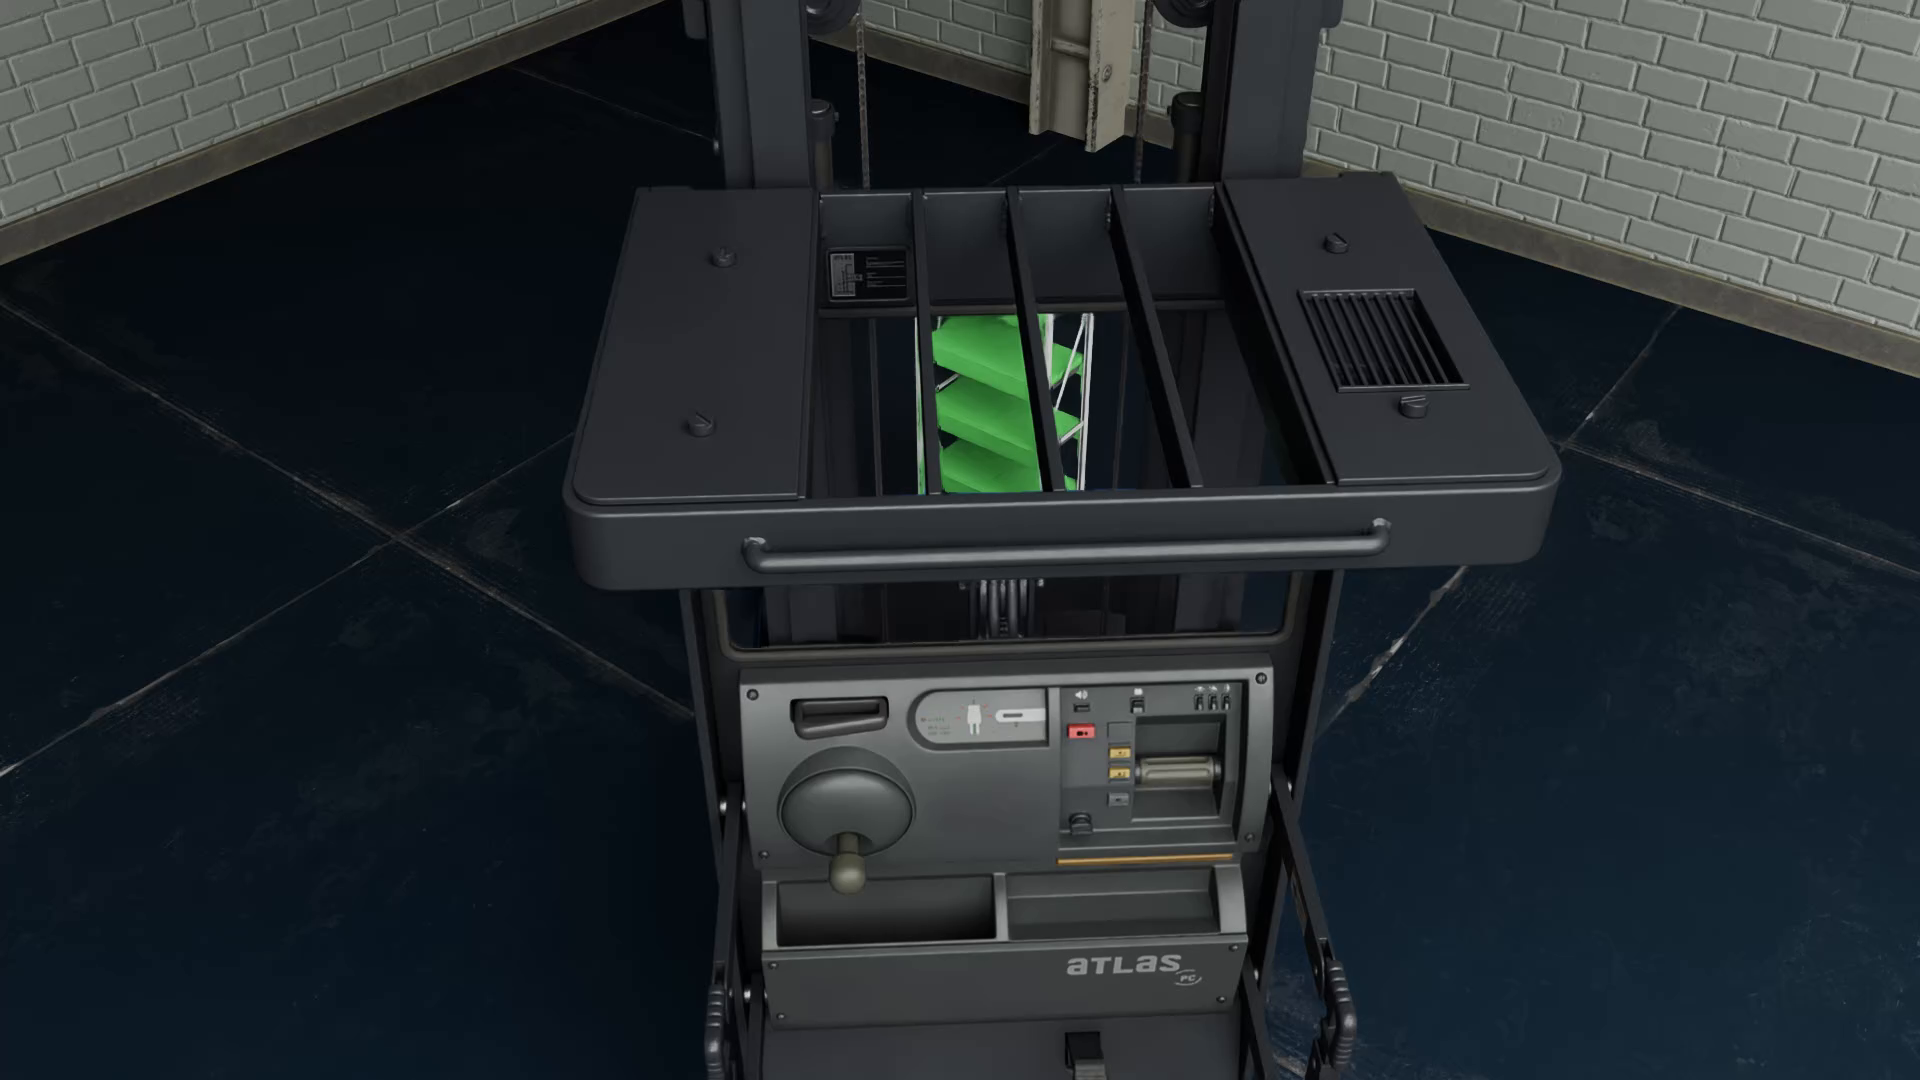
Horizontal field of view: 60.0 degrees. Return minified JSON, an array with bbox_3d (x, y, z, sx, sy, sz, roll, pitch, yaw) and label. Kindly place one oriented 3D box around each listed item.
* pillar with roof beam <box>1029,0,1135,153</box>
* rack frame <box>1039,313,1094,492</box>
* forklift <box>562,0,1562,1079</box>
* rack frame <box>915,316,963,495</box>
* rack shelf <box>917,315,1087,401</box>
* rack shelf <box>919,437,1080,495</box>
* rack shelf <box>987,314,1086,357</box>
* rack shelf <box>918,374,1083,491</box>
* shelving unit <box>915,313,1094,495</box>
[{"bbox_3d":[-2.023,-3.489,2.907,0.400,9.000,9.100,25,45,29],"label":"pillar with roof beam"},{"bbox_3d":[0.325,-0.319,5.184,0.015,1.200,0.240,25,45,29],"label":"rack frame"},{"bbox_3d":[0.097,0.482,2.757,1.130,2.935,3.031,-2,38,-2],"label":"forklift"},{"bbox_3d":[-0.062,-0.502,5.418,0.015,1.200,0.240,25,45,29],"label":"rack frame"},{"bbox_3d":[0.131,-0.549,5.192,0.480,0.148,0.258,25,45,29],"label":"rack shelf"},{"bbox_3d":[0.131,-0.171,5.488,0.480,0.148,0.258,25,45,29],"label":"rack shelf"},{"bbox_3d":[0.131,-0.738,5.044,0.480,0.148,0.258,25,45,29],"label":"rack shelf"},{"bbox_3d":[0.131,-0.360,5.340,0.480,0.148,0.258,25,45,29],"label":"rack shelf"},{"bbox_3d":[0.131,-0.410,5.301,0.503,1.200,0.258,25,45,29],"label":"shelving unit"}]
